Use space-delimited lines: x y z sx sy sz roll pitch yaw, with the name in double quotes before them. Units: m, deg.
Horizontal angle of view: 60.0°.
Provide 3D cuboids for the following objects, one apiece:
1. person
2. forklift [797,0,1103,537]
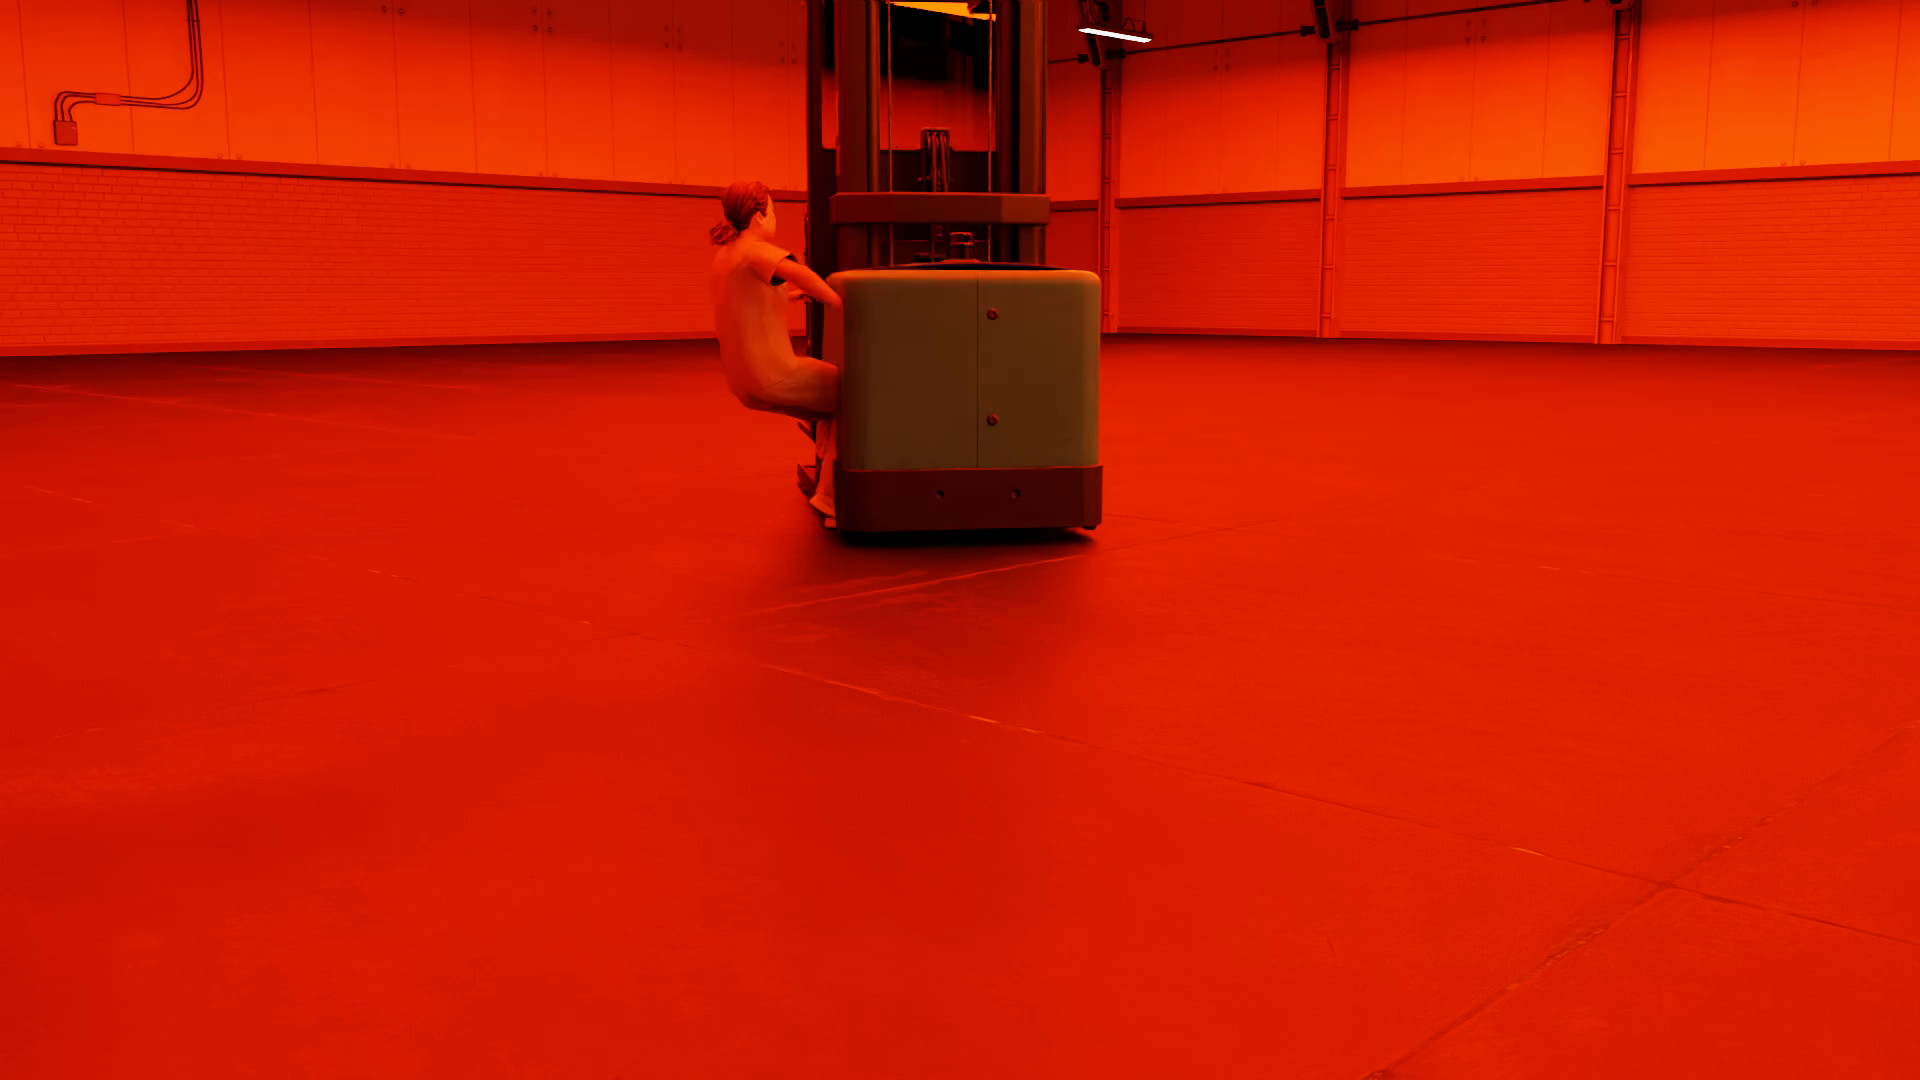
"person" -0.612 -0.741 6.824 0.836 1.428 0.858 -7 11 -41
"forklift" -0.193 -1.642 7.777 1.130 2.935 3.031 -2 9 -10
